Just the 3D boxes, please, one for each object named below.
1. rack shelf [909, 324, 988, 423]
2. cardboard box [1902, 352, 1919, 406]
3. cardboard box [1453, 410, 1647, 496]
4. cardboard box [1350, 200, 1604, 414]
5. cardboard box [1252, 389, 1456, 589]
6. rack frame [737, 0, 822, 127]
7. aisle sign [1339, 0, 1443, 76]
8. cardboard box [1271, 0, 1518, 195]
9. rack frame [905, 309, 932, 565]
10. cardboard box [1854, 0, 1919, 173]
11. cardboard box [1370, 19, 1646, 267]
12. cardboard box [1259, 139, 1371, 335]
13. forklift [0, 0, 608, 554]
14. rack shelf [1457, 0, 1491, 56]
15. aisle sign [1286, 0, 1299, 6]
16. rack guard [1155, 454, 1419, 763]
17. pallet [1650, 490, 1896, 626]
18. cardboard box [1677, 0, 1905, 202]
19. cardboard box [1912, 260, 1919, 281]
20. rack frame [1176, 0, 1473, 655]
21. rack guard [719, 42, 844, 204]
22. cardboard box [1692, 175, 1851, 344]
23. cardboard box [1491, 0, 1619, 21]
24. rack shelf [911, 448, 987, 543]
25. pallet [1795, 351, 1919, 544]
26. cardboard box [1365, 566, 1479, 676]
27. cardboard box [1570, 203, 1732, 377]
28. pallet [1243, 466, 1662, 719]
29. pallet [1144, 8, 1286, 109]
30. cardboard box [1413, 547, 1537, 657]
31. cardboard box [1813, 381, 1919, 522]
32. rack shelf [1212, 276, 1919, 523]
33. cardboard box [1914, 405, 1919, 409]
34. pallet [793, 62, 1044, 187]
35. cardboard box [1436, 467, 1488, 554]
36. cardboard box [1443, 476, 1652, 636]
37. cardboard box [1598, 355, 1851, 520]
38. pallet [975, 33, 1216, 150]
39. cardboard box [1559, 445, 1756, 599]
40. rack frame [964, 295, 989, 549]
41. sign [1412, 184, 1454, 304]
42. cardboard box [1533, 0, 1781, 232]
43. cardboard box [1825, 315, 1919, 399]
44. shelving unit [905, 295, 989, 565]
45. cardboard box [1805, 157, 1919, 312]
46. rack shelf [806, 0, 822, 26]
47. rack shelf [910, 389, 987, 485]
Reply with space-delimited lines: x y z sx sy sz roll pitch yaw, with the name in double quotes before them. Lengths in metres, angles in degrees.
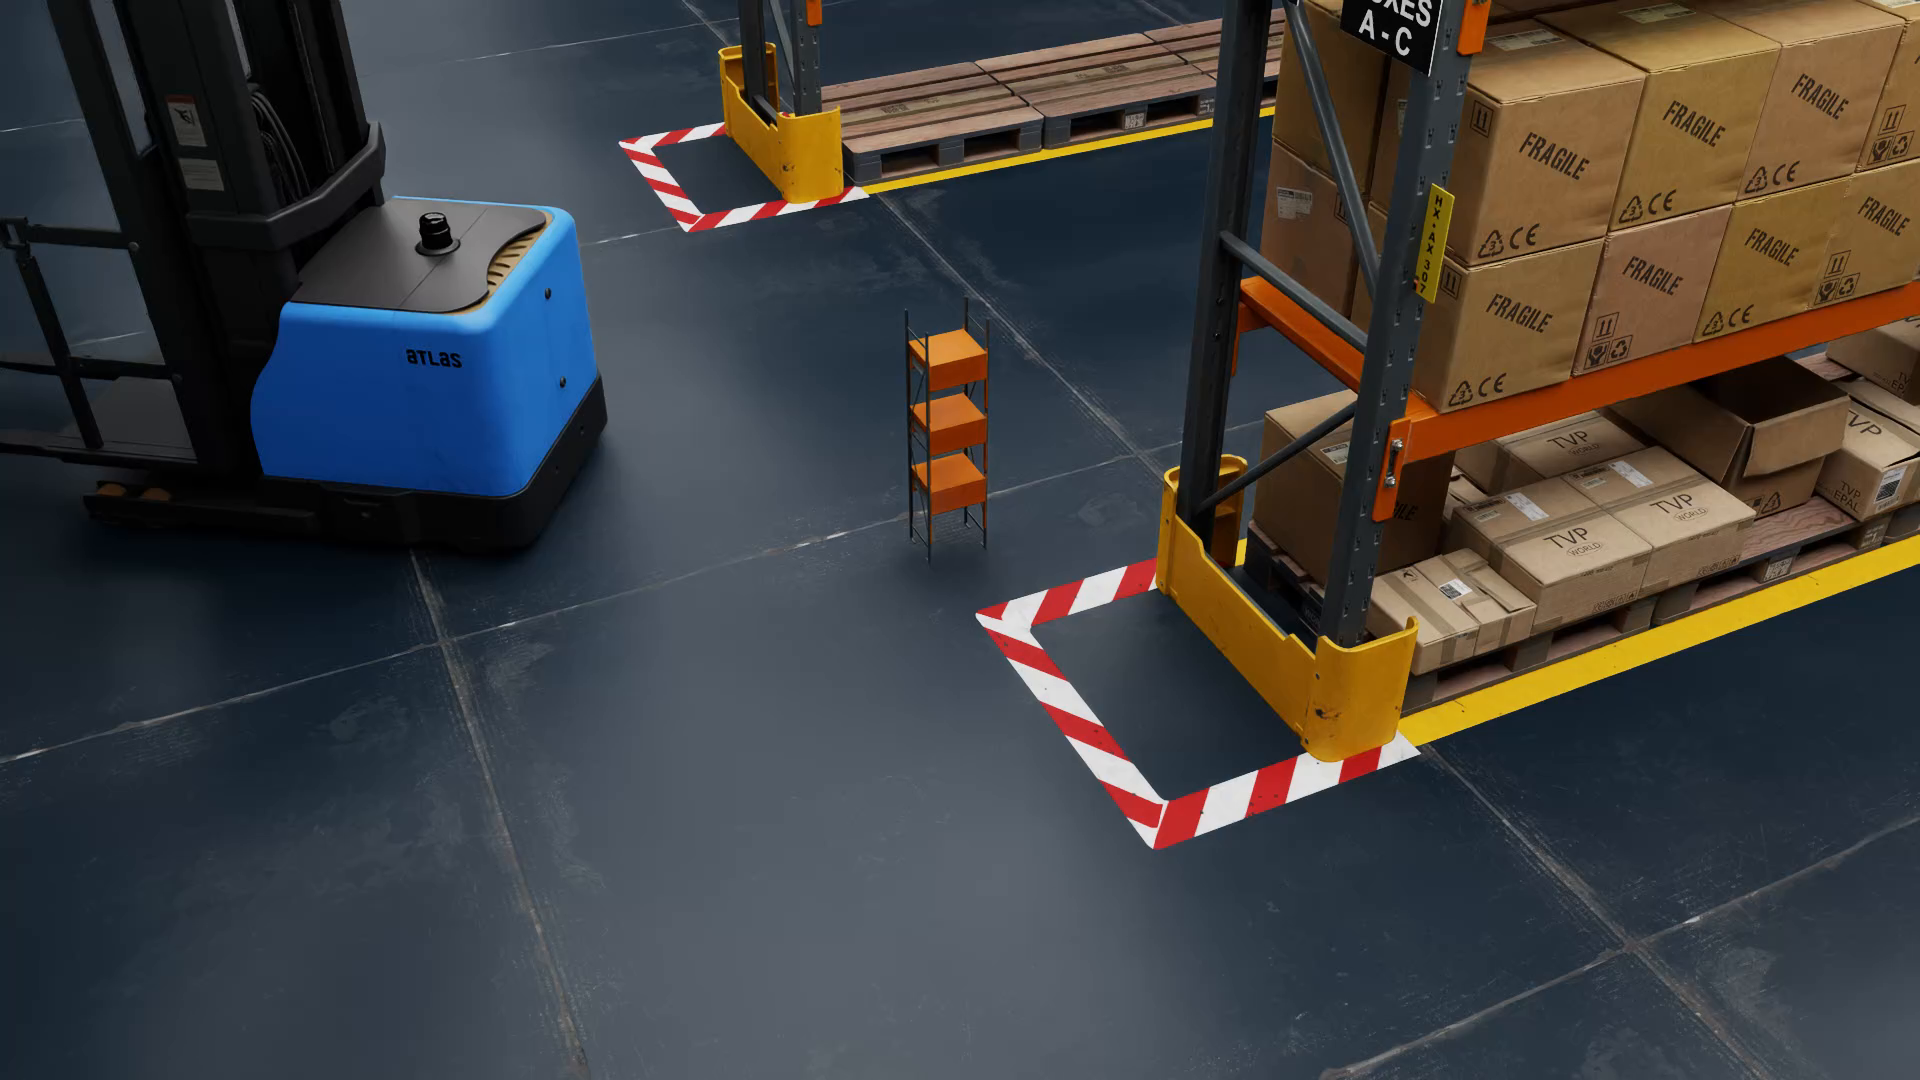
"rack shelf" -0.048 -0.628 6.256 0.240 0.259 0.215 -16 39 -20
"cardboard box" 4.304 -0.654 6.842 0.500 0.500 0.500 -16 39 -20
"cardboard box" 2.339 -0.333 6.619 0.500 0.250 0.500 -16 39 -20
"cardboard box" 1.592 -0.776 5.194 0.500 0.500 0.500 -15 39 -19
"cardboard box" 1.466 -0.209 6.242 0.500 0.500 0.500 -16 39 -20
"rack frame" -1.023 -3.438 8.867 0.127 3.000 1.000 -16 39 -20
"aisle sign" 1.142 -1.634 4.253 0.004 0.787 0.394 -16 39 -20
"cardboard box" 1.365 -1.468 5.288 0.500 0.500 0.500 -16 39 -20
"rack frame" -0.159 -0.377 6.377 0.008 1.050 0.200 -16 39 -20
"cardboard box" 2.977 -1.567 5.421 0.500 0.500 0.500 -16 39 -20
"cardboard box" 1.592 -1.177 4.896 0.500 0.500 0.500 -14 39 -19
"cardboard box" 1.369 -1.066 5.585 0.500 0.500 0.500 -14 39 -19
"forklift" -3.117 -1.527 6.348 3.031 2.935 1.130 5 37 7
"rack shelf" 2.889 -2.188 5.267 4.000 0.370 1.077 -16 39 -20
"aisle sign" 0.887 -1.958 4.689 0.004 0.787 0.394 -16 39 -20
"rack guard" 1.148 0.219 6.035 0.348 0.500 1.175 -16 39 -20
"pallet" 2.972 -0.173 6.807 1.213 0.211 1.003 -16 39 -20
"cardboard box" 2.517 -1.438 5.247 0.500 0.500 0.500 -15 39 -19
"cardboard box" 3.426 -1.291 5.888 0.500 0.500 0.500 -15 39 -19
"rack frame" 1.079 -0.766 5.264 0.127 3.000 1.000 -16 39 -20
"rack guard" -1.039 -2.421 9.594 0.348 0.500 1.175 -16 39 -20
"cardboard box" 2.513 -1.035 5.543 0.500 0.500 0.500 -16 39 -20
"cardboard box" 1.822 -1.597 5.461 0.500 0.500 0.500 -15 39 -19
"rack shelf" -0.048 -0.176 6.591 0.240 0.259 0.215 -16 39 -20
"pallet" 4.078 -0.485 7.226 1.213 0.211 1.003 -16 39 -20
"cardboard box" 1.604 0.282 5.875 0.250 0.149 0.380 -16 39 -20
"cardboard box" 2.057 -0.909 5.374 0.500 0.500 0.500 -16 39 -20
"pallet" 1.869 0.133 6.394 1.213 0.211 1.003 -16 39 -20
"pallet" 1.949 -3.123 10.784 1.213 0.211 1.003 -16 39 -20
"cardboard box" 1.830 0.212 5.956 0.250 0.166 0.380 -16 39 -20
"cardboard box" 3.626 -0.388 6.643 0.500 0.311 0.500 -16 39 -20
"rack shelf" 2.889 -0.983 6.161 4.000 0.370 1.077 -16 39 -20
"cardboard box" 3.991 -0.385 6.775 0.250 0.149 0.380 -16 39 -20
"pallet" -0.259 -2.506 9.951 1.213 0.211 1.003 -16 39 -20
"cardboard box" 1.871 -0.129 6.415 0.250 0.166 0.380 -16 39 -20
"cardboard box" 2.144 0.051 6.102 0.500 0.250 0.500 -16 39 -20
"cardboard box" 3.001 -0.474 6.597 0.637 0.503 0.797 -16 39 -20
"pallet" 0.843 -2.812 10.364 1.213 0.211 1.003 -16 39 -20
"cardboard box" 2.597 -0.076 6.273 0.500 0.250 0.500 -16 39 -20
"rack frame" 0.062 -0.439 6.461 0.008 1.050 0.200 -16 39 -20
"sign" 1.309 -0.821 4.612 0.005 0.325 0.100 -16 39 -20
"cardboard box" 2.062 -1.314 5.080 0.500 0.500 0.500 -15 39 -19
"cardboard box" 4.228 -0.885 7.313 0.500 0.311 0.500 -16 39 -20
"shelving unit" -0.048 -0.408 6.419 0.252 1.050 0.215 -16 39 -20
"cardboard box" 2.966 -1.160 5.713 0.500 0.500 0.500 -15 39 -19
"rack shelf" 0.788 -3.655 9.764 4.000 0.370 1.077 -16 39 -20
"rack shelf" -0.048 -0.400 6.425 0.240 0.259 0.215 -16 39 -20
